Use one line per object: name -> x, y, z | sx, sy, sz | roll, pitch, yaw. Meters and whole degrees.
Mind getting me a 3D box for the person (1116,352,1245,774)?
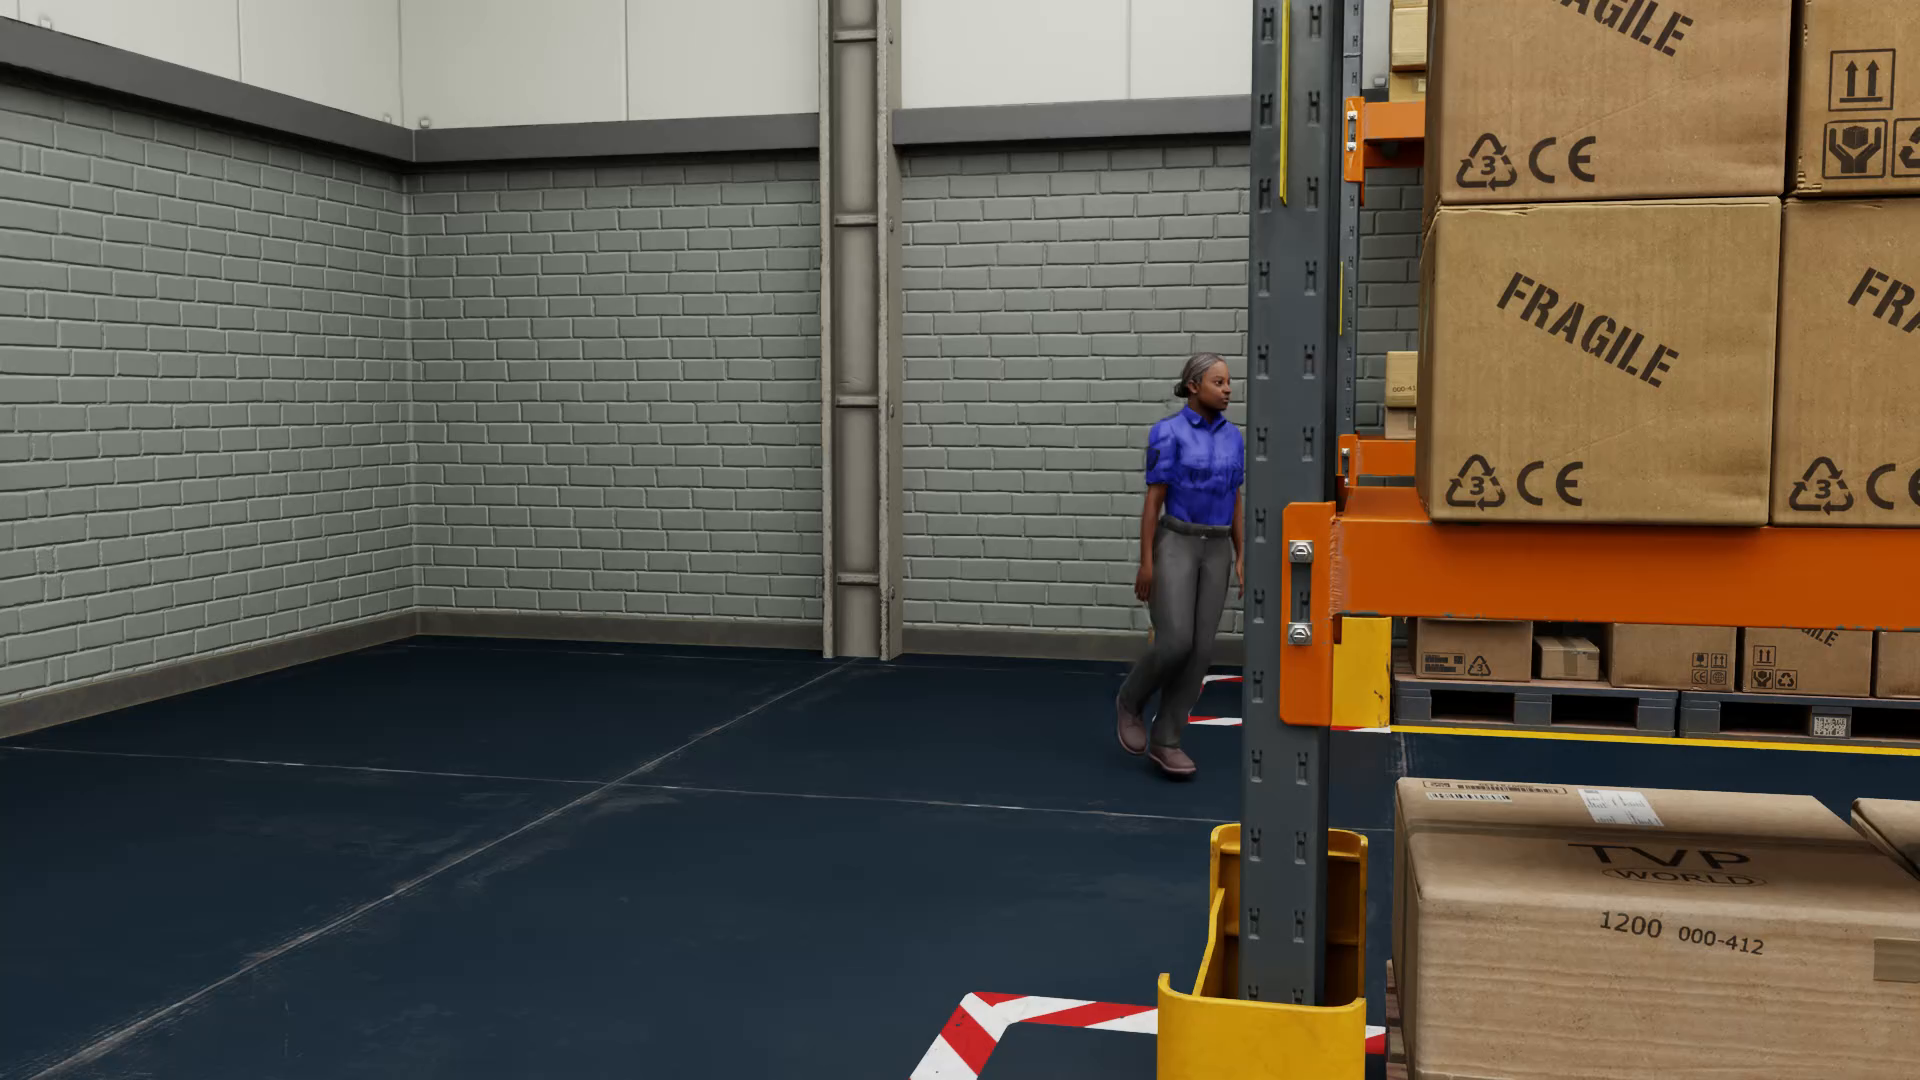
person -> 0.895, 0.082, 6.600 | 0.502, 1.649, 0.477 | -3, 6, -29
